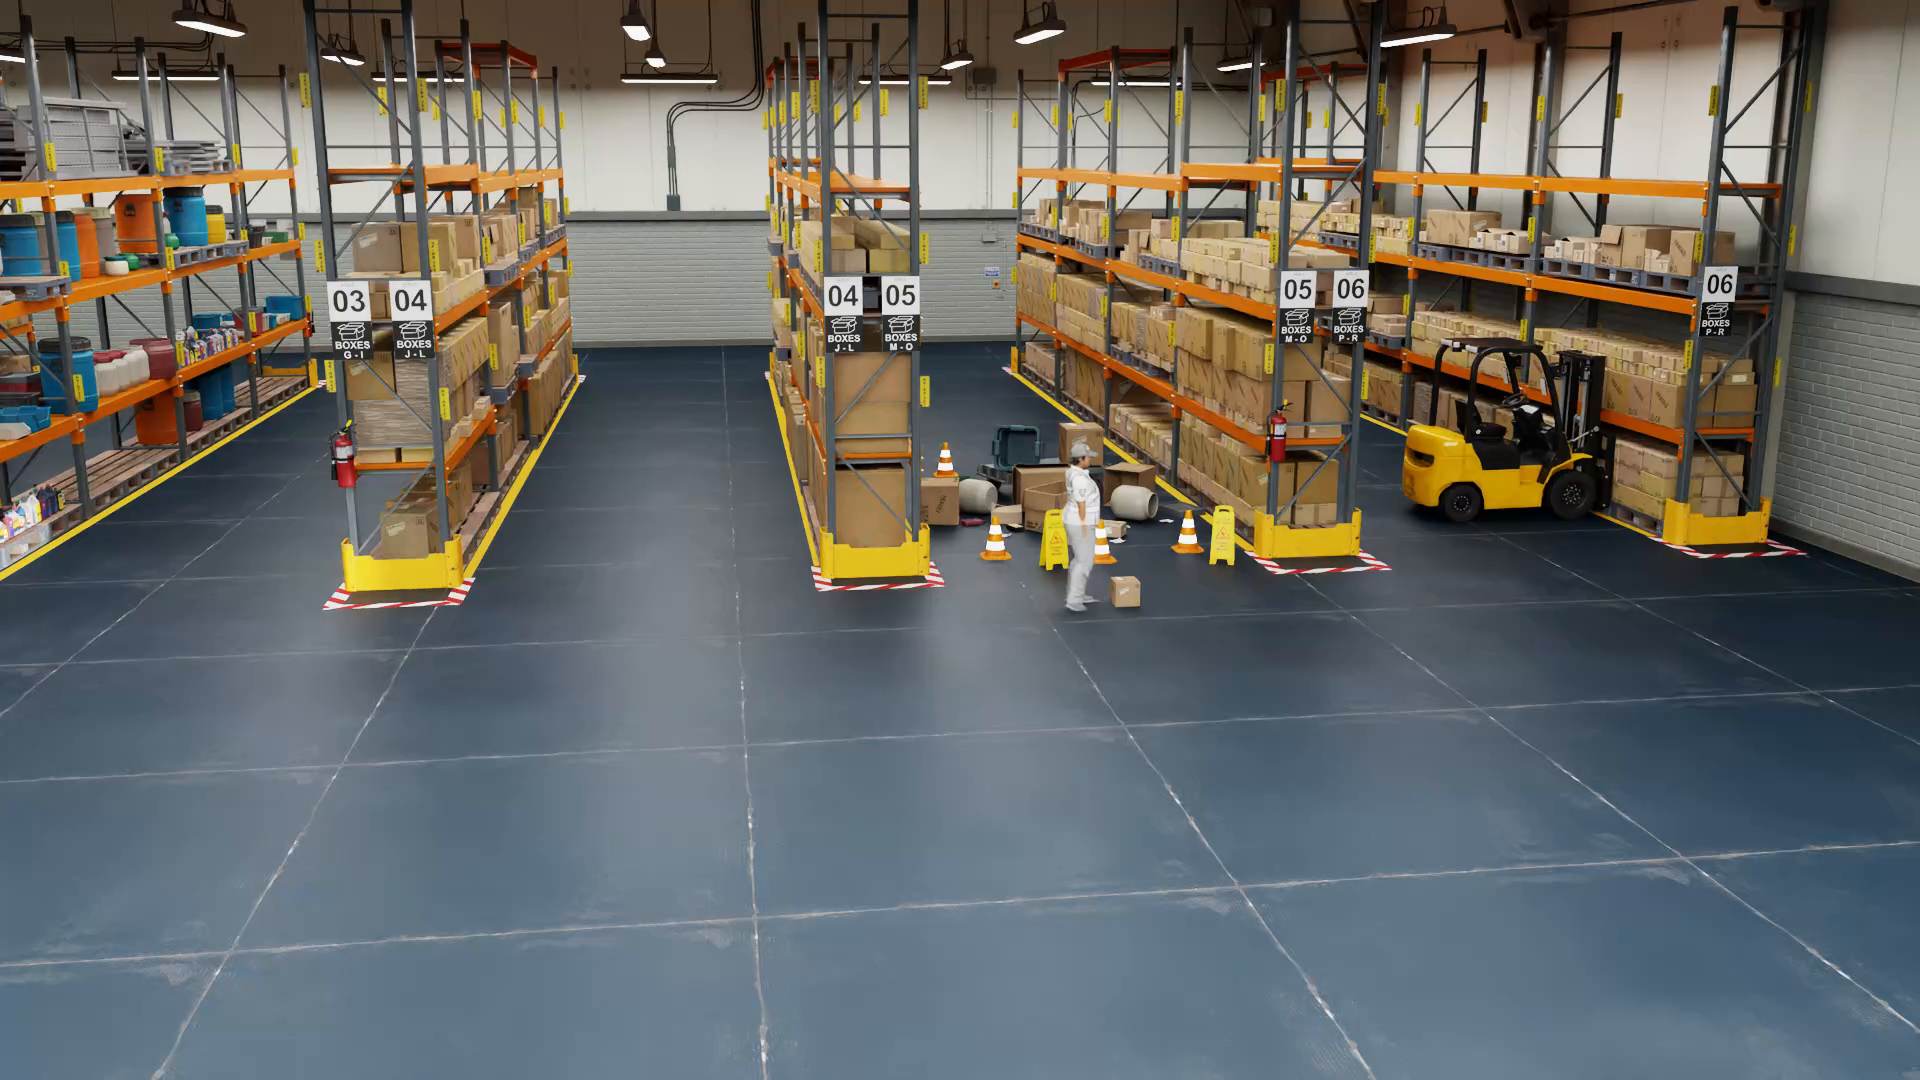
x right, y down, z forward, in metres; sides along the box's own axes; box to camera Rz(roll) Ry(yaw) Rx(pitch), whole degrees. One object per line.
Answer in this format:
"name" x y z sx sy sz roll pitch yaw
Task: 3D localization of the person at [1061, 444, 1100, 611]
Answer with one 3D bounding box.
"person" 1.214 -0.123 16.631 0.388 1.706 0.467 -2 13 -7
